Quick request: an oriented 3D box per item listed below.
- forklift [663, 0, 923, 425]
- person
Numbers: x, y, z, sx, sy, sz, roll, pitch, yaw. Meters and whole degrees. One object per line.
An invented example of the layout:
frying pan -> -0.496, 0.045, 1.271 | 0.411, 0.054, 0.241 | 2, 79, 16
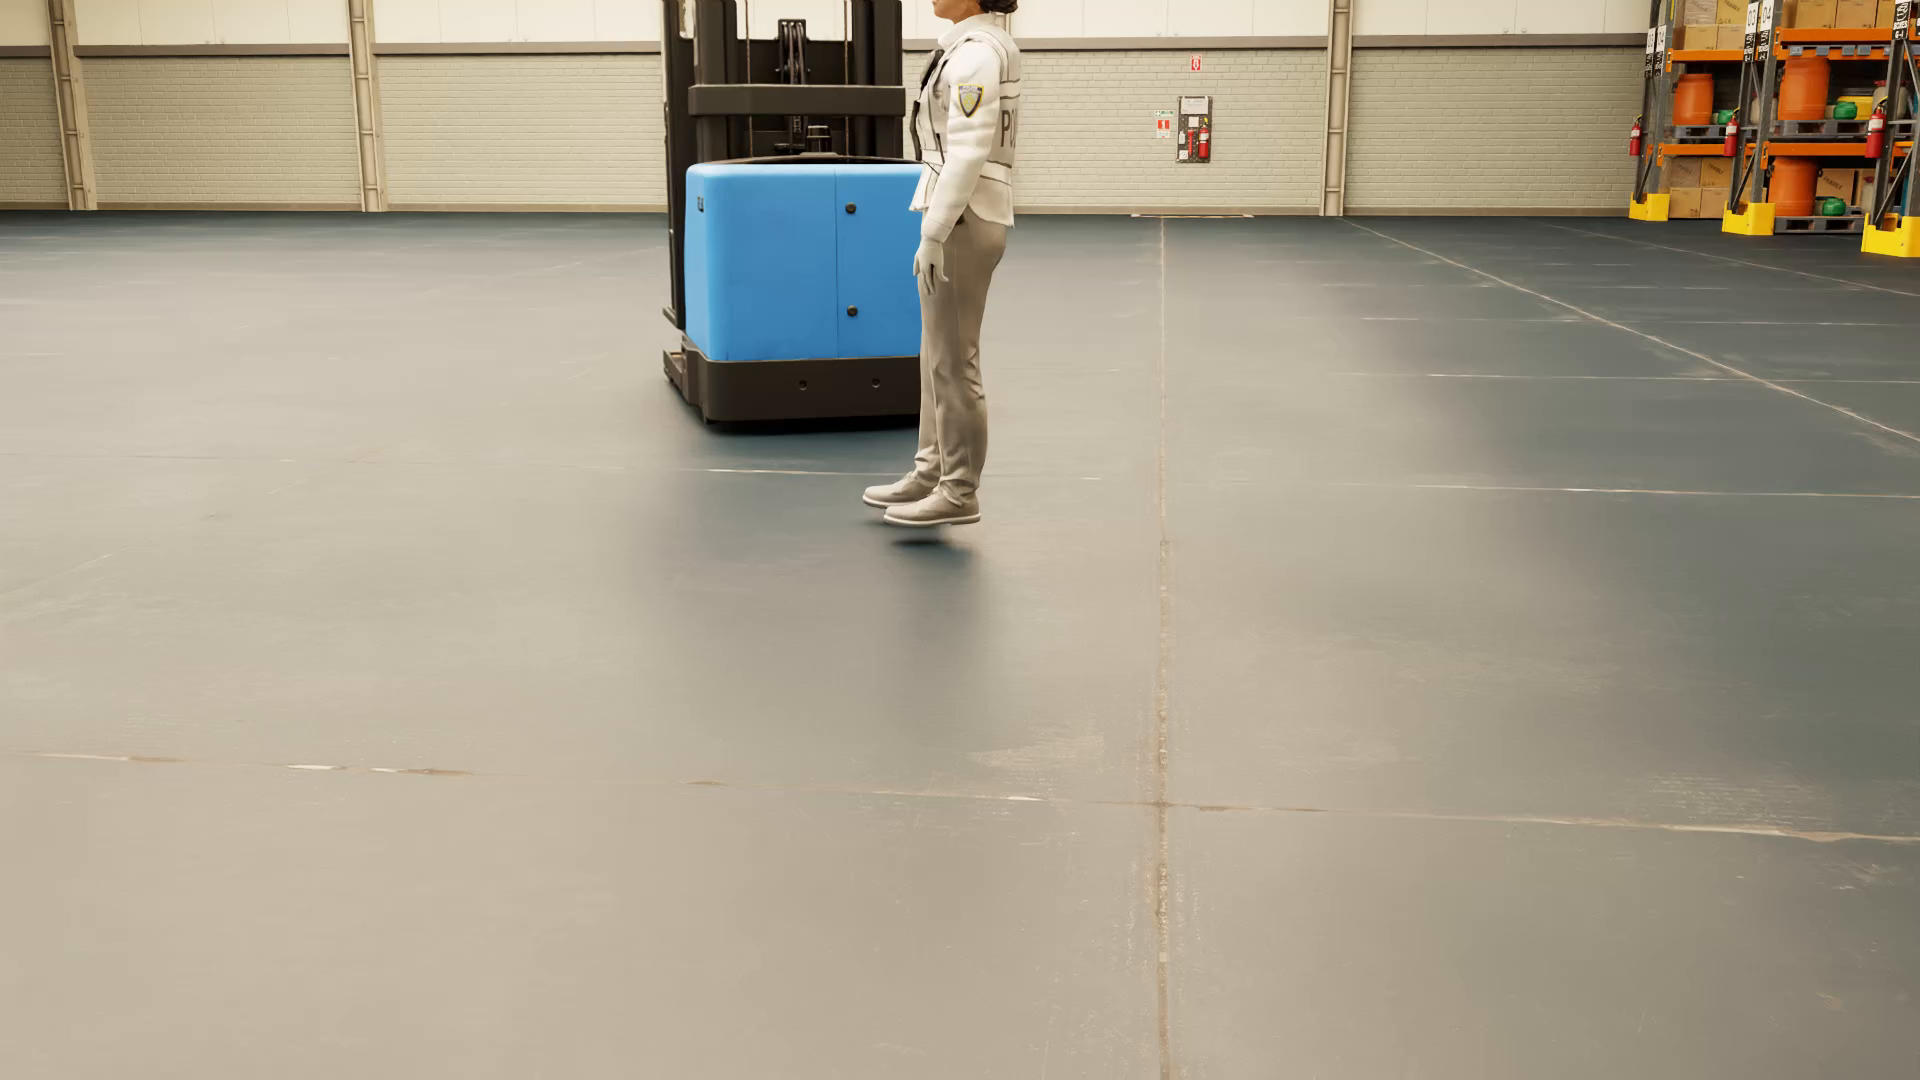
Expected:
forklift -> -0.866, -2.191, 7.877 | 1.130, 2.935, 3.031 | -3, 14, -14
person -> -0.067, -0.875, 4.757 | 0.531, 1.695, 0.587 | 2, 13, 7
